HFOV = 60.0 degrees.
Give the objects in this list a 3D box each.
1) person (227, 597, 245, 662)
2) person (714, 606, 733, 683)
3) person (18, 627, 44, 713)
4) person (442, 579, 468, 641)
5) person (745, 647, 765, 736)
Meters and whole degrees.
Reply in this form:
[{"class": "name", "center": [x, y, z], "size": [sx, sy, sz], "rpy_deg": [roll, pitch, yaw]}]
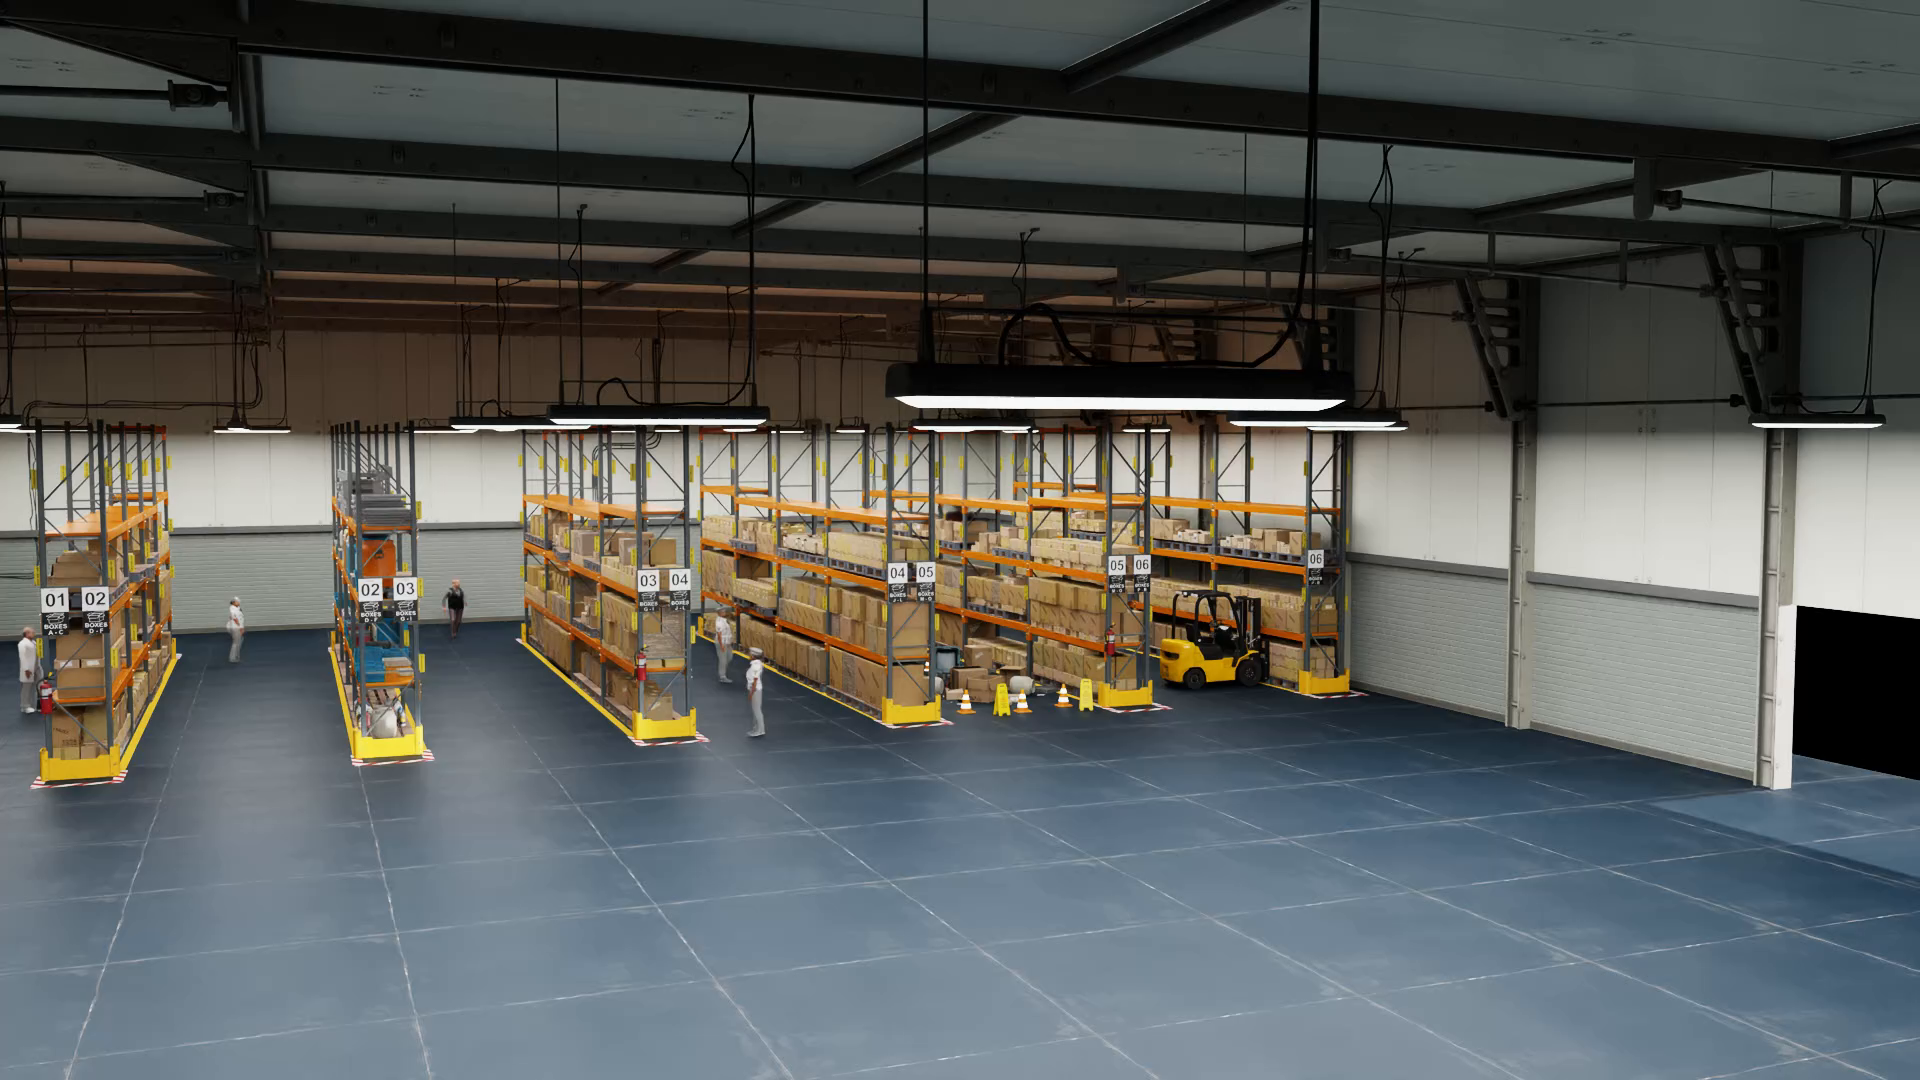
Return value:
[{"class": "person", "center": [-18.277, 2.293, 42.008], "size": [0.521, 1.731, 0.482], "rpy_deg": [3, 4, 38]}, {"class": "person", "center": [-5.514, 2.424, 38.838], "size": [0.490, 1.788, 0.610], "rpy_deg": [1, 4, 12]}, {"class": "person", "center": [-19.171, 2.694, 34.366], "size": [0.675, 1.776, 0.593], "rpy_deg": [1, 4, 15]}, {"class": "person", "center": [-14.250, 1.974, 46.901], "size": [0.660, 1.742, 0.902], "rpy_deg": [-2, 4, -26]}, {"class": "person", "center": [-3.929, 2.896, 31.799], "size": [0.369, 1.707, 0.501], "rpy_deg": [-1, 4, -11]}]
